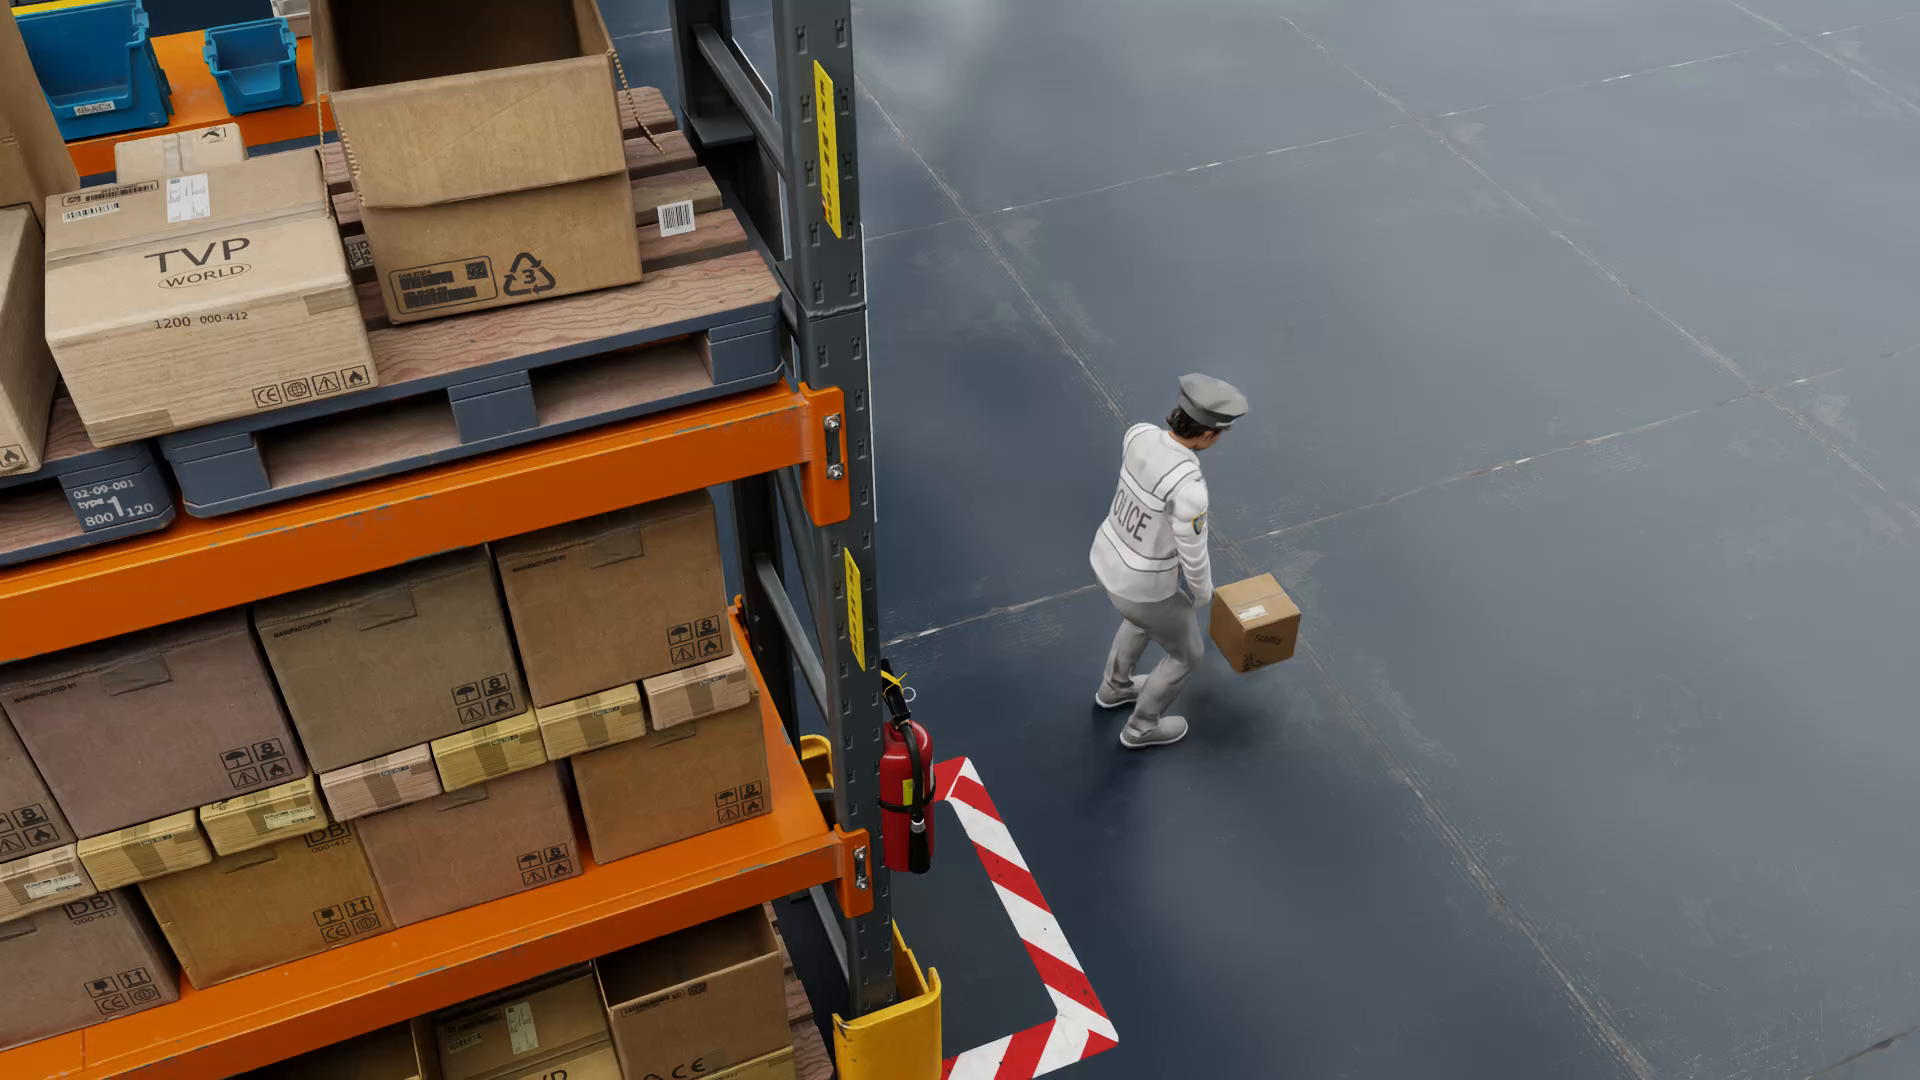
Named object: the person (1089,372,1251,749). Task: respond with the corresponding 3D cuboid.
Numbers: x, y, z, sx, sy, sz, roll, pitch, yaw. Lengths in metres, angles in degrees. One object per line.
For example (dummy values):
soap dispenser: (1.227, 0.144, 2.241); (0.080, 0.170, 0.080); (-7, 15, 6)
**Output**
person: (0.736, 0.089, 6.136); (0.526, 1.576, 0.516); (-15, 44, -16)
